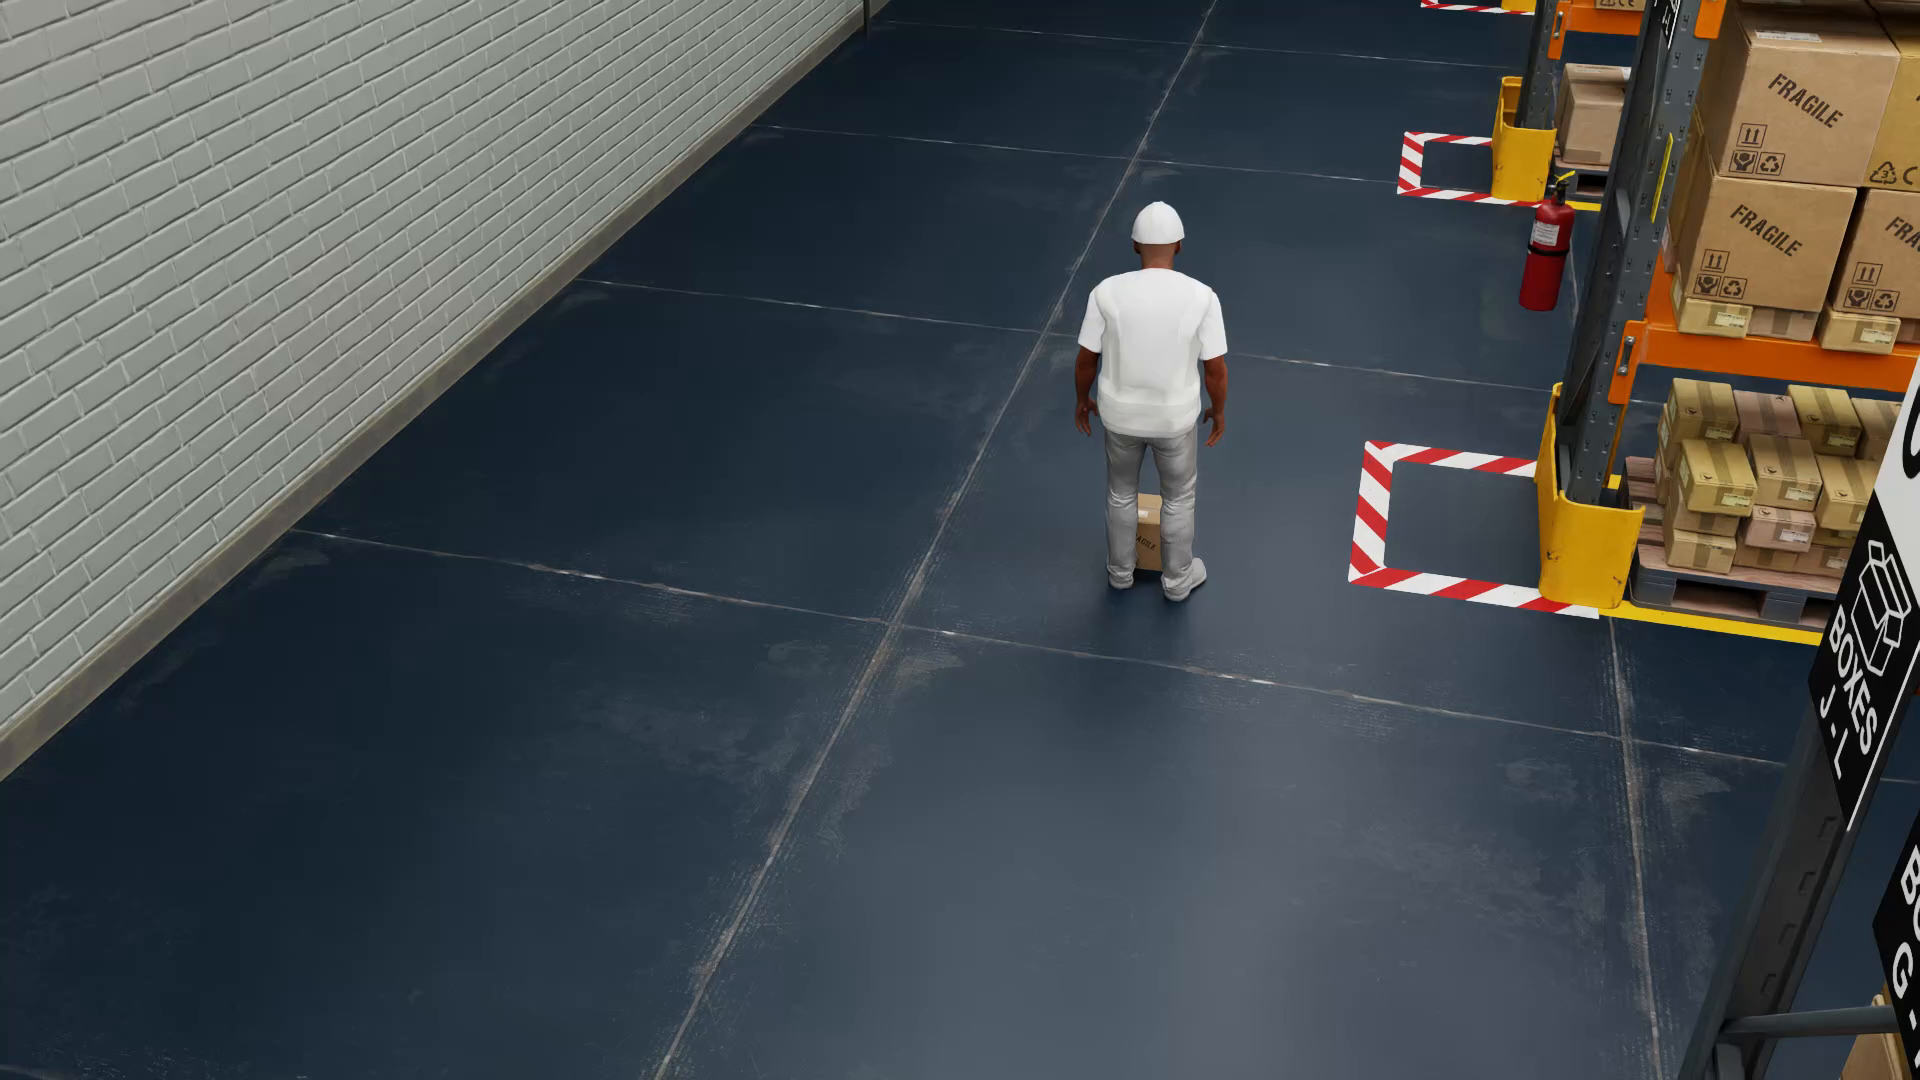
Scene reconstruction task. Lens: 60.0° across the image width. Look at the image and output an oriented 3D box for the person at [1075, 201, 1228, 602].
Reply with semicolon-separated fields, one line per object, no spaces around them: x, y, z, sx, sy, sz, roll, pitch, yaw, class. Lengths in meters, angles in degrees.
0.798;-0.553;6.985;0.637;1.761;0.455;7;33;10;person
